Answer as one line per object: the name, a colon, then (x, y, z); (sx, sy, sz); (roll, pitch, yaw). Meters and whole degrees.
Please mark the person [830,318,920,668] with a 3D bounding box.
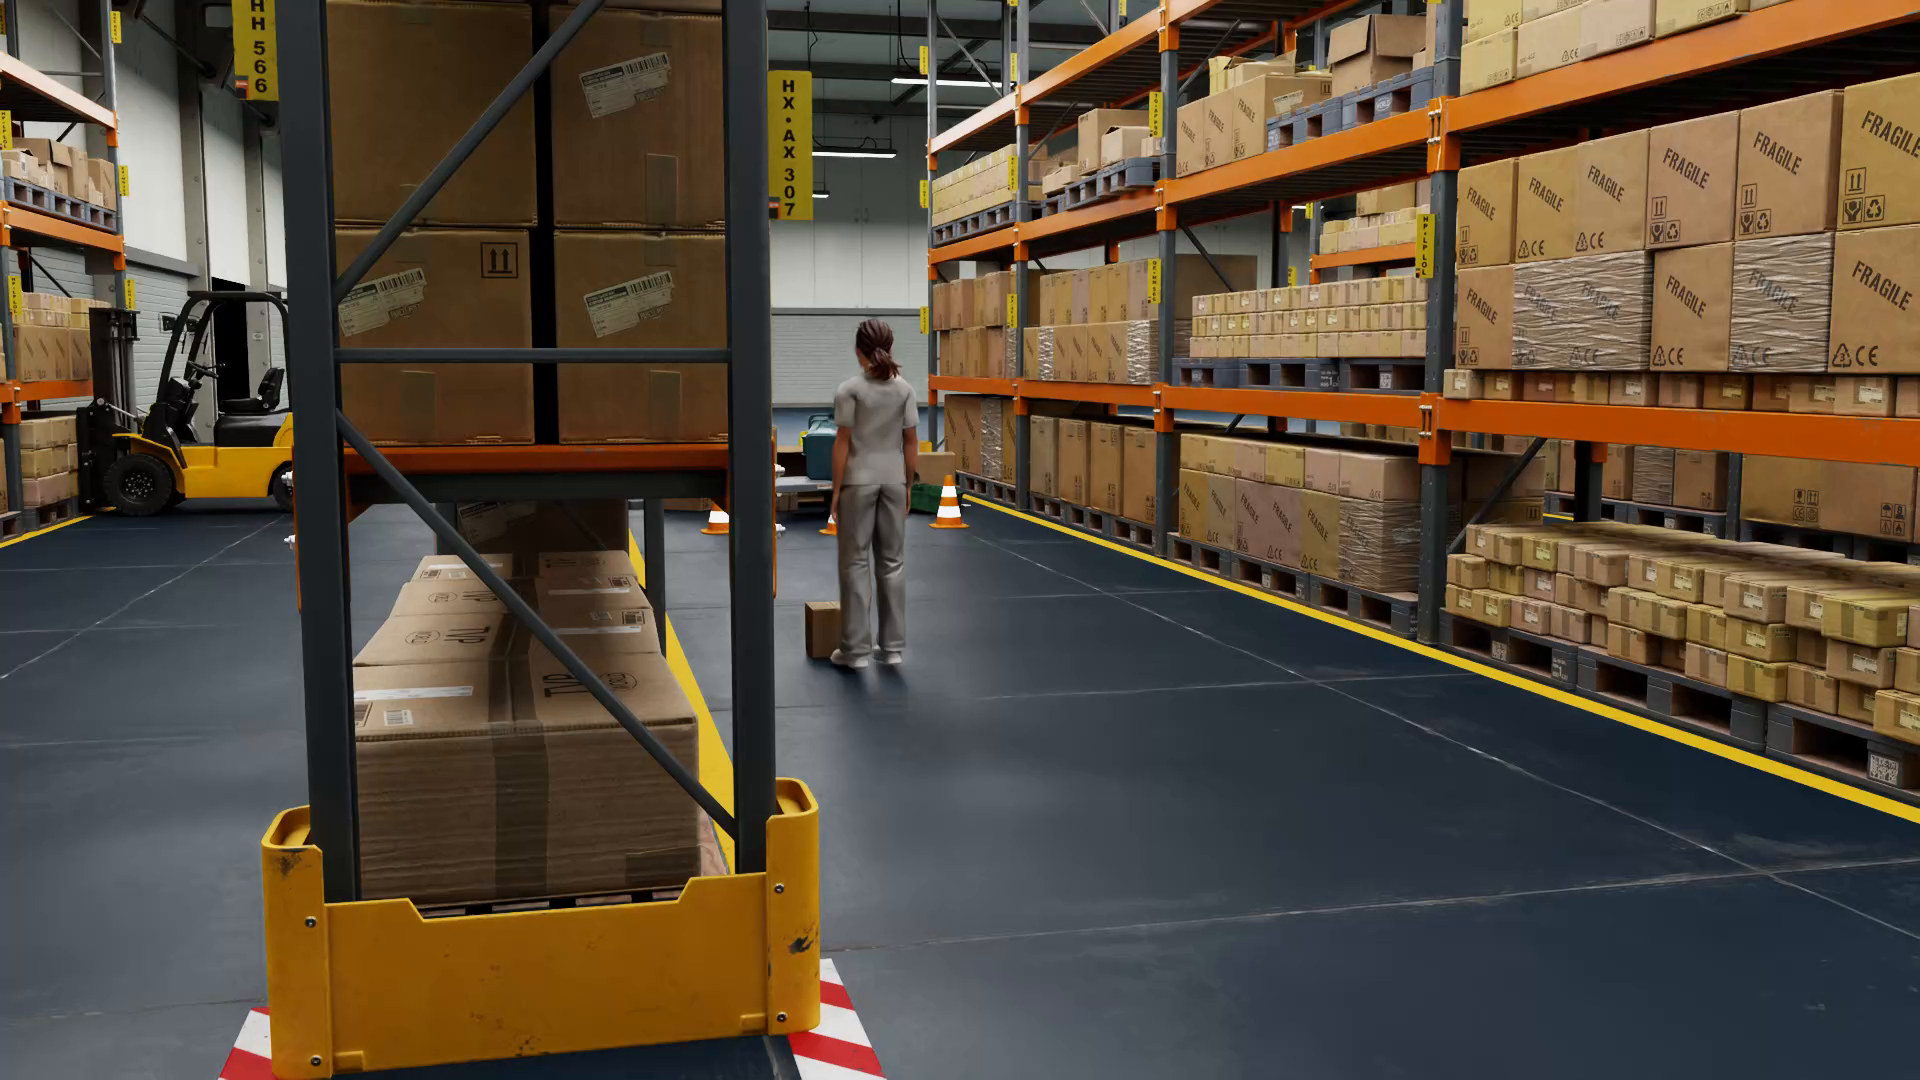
person: (-0.424, -0.224, 8.014); (0.450, 1.677, 0.418); (-3, 7, -27)
